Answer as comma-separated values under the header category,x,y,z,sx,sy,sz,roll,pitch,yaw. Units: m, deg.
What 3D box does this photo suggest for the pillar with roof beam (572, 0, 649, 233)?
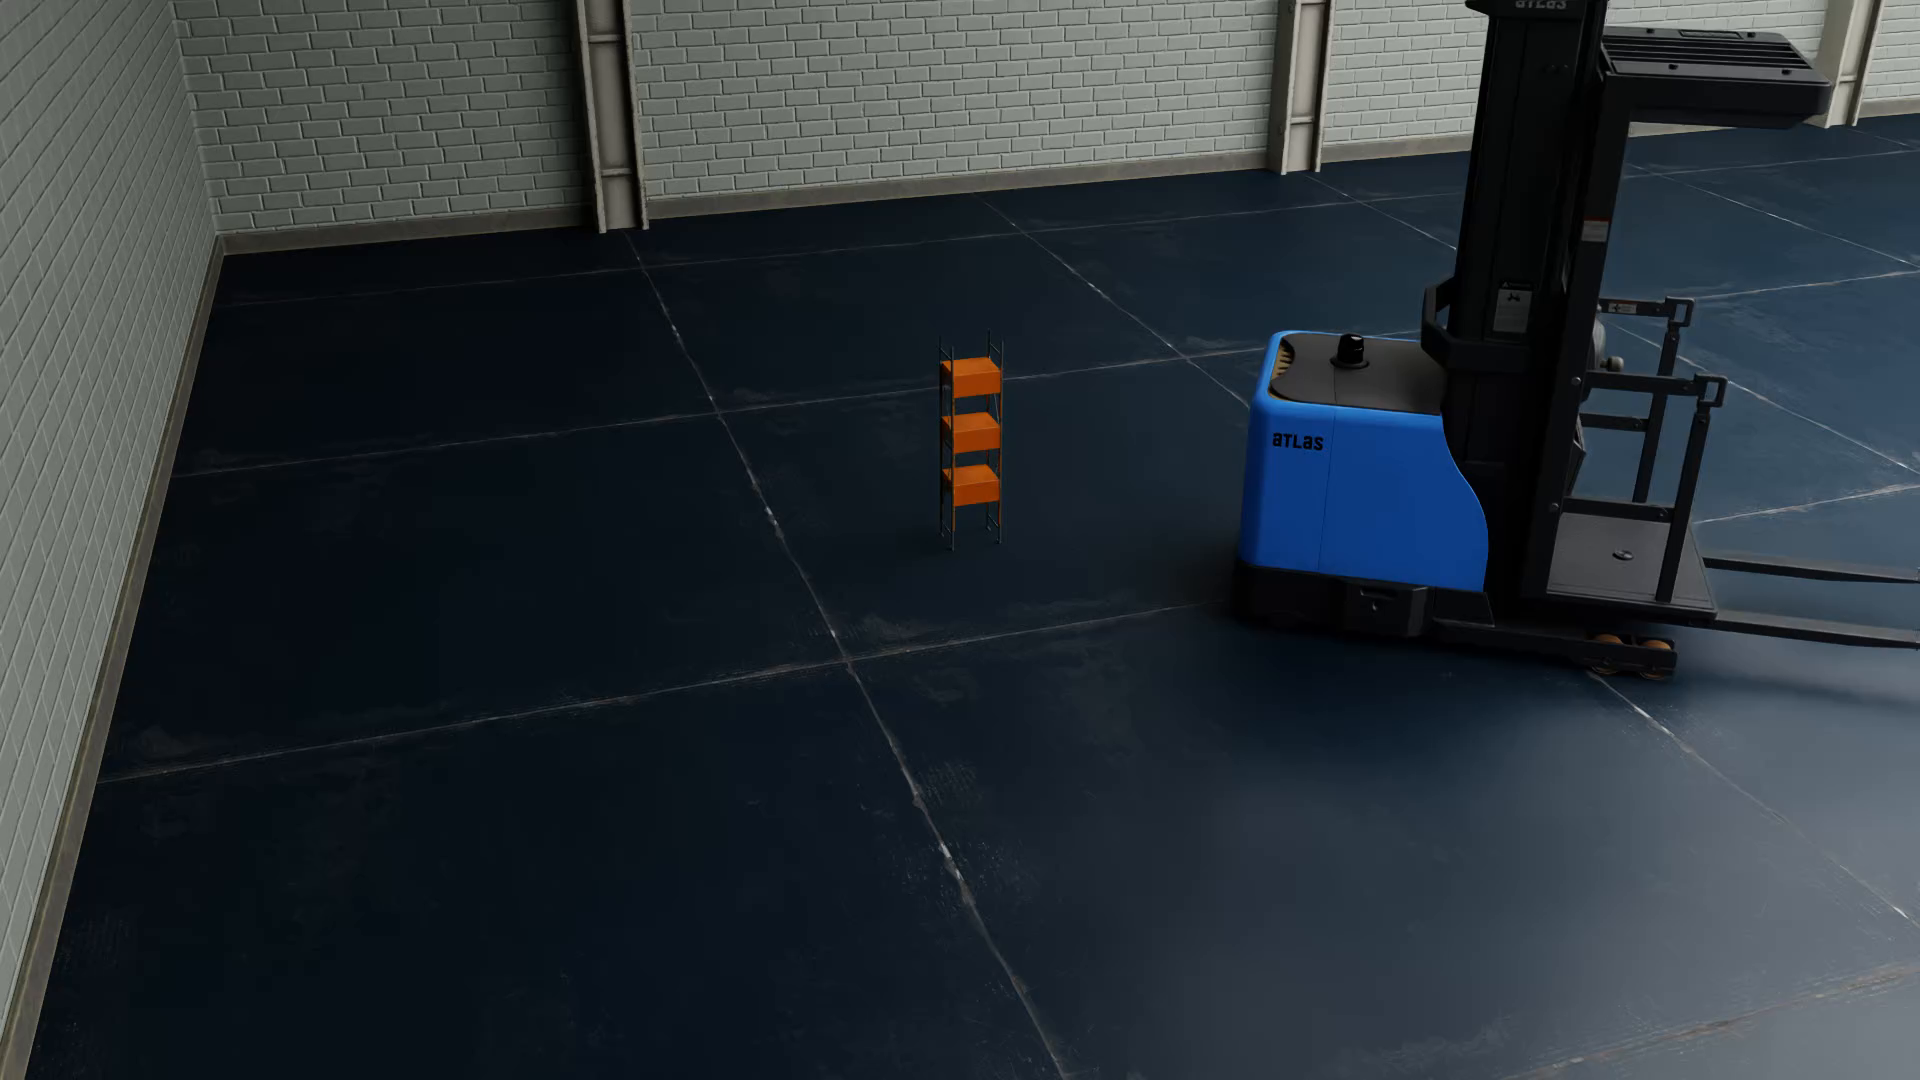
category,x,y,z,sx,sy,sz,roll,pitch,yaw
pillar with roof beam,-1.377,-4.725,7.648,0.400,9.000,9.100,-8,28,-16

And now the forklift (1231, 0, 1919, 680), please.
category,x,y,z,sx,sy,sz,roll,pitch,yaw
forklift,2.799,-0.980,6.929,3.031,2.935,1.130,7,27,13

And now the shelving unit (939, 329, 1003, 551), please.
category,x,y,z,sx,sy,sz,roll,pitch,yaw
shelving unit,0.051,-0.478,8.031,0.252,1.050,0.215,-8,28,-16

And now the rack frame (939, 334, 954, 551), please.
category,x,y,z,sx,sy,sz,roll,pitch,yaw
rack frame,-0.065,-0.461,7.998,0.008,1.050,0.200,-8,28,-16

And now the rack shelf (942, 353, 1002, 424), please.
category,x,y,z,sx,sy,sz,roll,pitch,yaw
rack shelf,0.051,-0.722,7.910,0.240,0.259,0.215,-8,28,-16

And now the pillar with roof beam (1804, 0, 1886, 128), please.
category,x,y,z,sx,sy,sz,roll,pitch,yaw
pillar with roof beam,10.033,-6.378,10.977,0.400,9.000,9.100,-8,28,-16

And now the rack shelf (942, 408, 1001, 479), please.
category,x,y,z,sx,sy,sz,roll,pitch,yaw
rack shelf,0.051,-0.468,8.036,0.240,0.259,0.215,-8,28,-16

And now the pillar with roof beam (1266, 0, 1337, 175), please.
category,x,y,z,sx,sy,sz,roll,pitch,yaw
pillar with roof beam,4.328,-5.551,9.312,0.400,9.000,9.100,-8,28,-16

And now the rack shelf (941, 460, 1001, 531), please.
category,x,y,z,sx,sy,sz,roll,pitch,yaw
rack shelf,0.051,-0.219,8.160,0.240,0.259,0.215,-8,28,-16

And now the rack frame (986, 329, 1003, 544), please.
category,x,y,z,sx,sy,sz,roll,pitch,yaw
rack frame,0.167,-0.494,8.065,0.008,1.050,0.200,-8,28,-16
